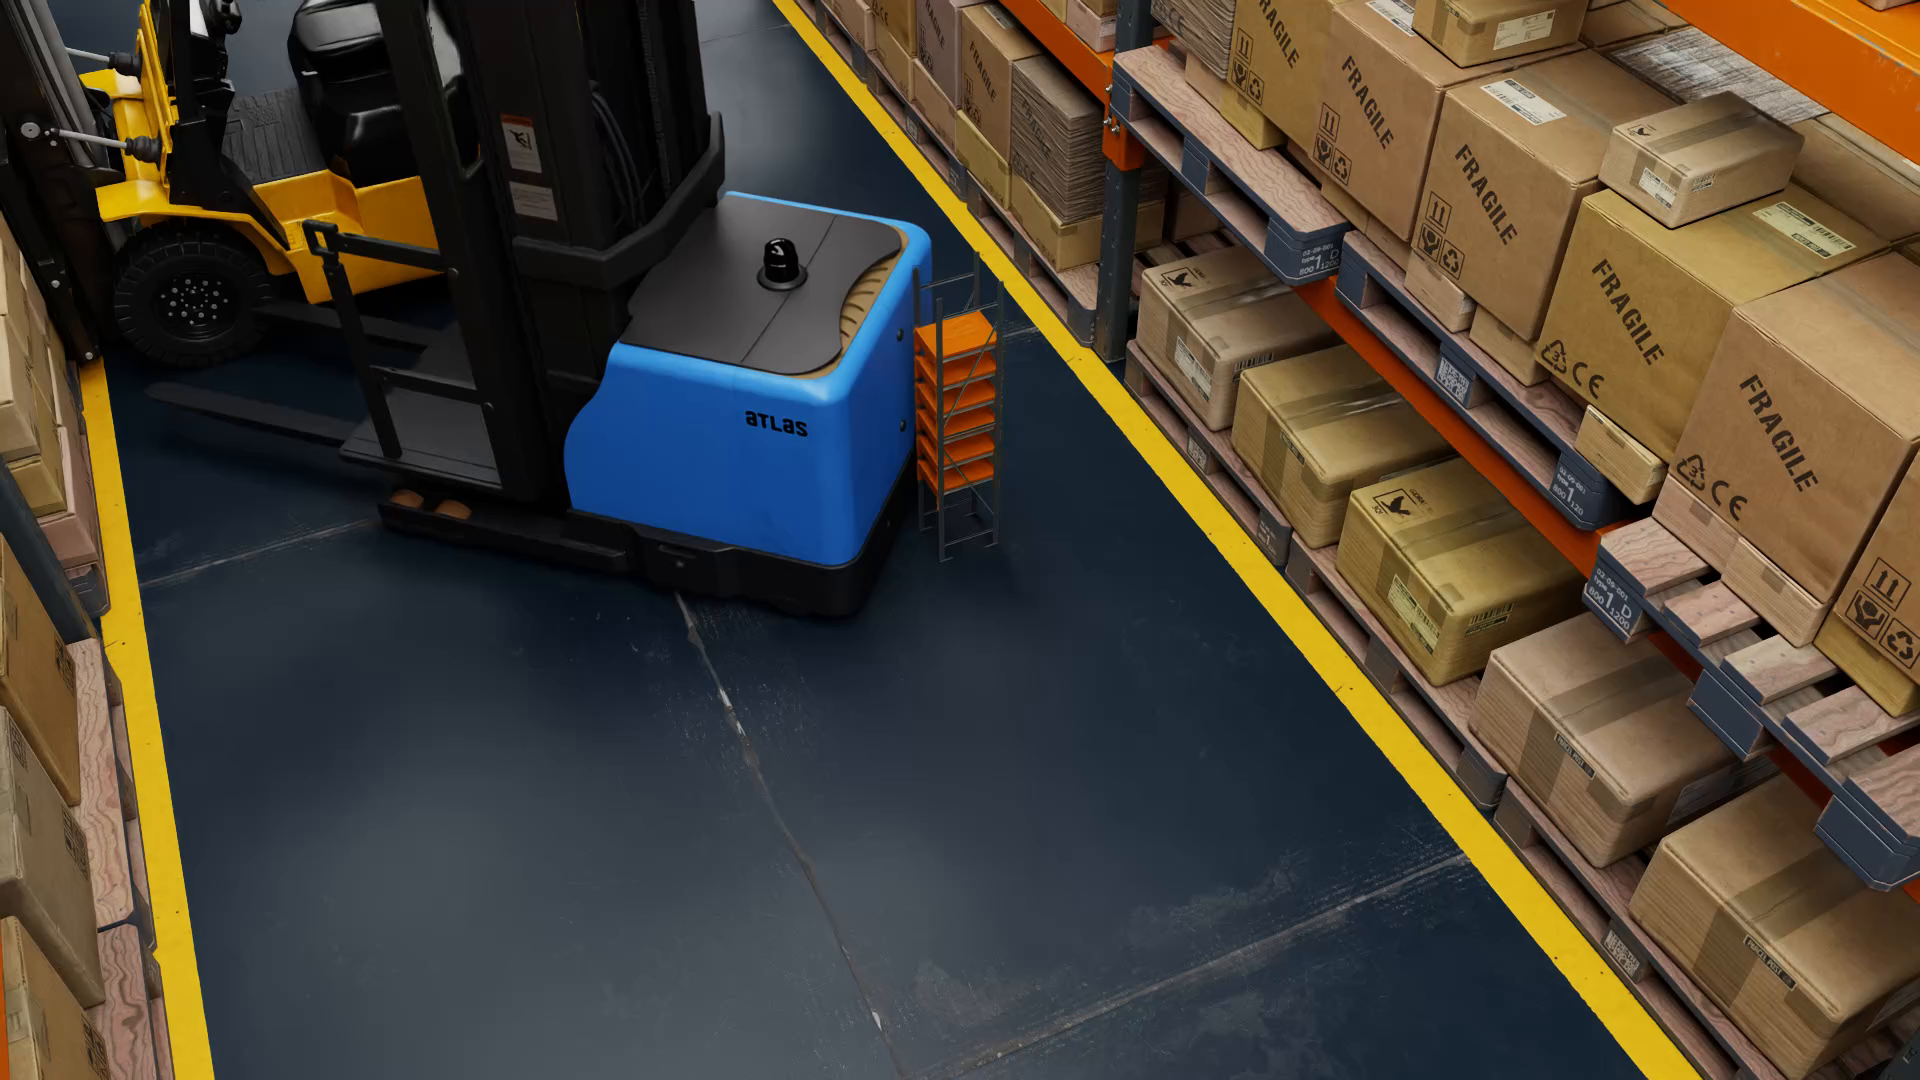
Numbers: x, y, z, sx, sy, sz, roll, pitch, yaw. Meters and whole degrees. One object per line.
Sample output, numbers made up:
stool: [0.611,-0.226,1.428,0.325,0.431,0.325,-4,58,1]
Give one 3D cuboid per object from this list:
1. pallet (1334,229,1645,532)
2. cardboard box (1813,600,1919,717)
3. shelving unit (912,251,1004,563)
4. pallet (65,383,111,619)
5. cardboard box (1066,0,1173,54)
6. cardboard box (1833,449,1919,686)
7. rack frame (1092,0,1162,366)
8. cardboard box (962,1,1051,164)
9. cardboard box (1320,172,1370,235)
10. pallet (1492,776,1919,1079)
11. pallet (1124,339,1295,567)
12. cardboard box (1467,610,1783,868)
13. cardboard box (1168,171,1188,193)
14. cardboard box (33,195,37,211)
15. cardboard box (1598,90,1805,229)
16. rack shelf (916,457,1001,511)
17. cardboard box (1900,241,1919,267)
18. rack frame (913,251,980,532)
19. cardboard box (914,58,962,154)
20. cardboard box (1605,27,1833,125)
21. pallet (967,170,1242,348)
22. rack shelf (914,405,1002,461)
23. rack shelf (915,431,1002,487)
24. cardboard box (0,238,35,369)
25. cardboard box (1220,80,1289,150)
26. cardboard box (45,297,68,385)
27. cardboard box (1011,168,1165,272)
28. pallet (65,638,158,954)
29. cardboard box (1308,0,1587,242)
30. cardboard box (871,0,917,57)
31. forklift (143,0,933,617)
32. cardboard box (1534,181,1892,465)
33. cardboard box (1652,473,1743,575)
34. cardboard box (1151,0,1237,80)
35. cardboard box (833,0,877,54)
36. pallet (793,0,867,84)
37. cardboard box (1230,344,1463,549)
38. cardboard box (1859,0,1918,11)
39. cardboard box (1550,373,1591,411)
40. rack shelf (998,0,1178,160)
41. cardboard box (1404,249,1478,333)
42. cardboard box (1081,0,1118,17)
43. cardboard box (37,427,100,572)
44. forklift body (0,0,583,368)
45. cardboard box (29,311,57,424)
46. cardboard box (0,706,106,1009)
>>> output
pallet: [1.856,-0.619,4.878,1.003,0.211,1.213,-18,47,-17]
cardboard box: [2.196,0.213,3.778,0.380,0.149,0.250,-17,47,-17]
shelving unit: [-0.006,-0.436,5.838,0.258,1.200,0.189,-18,47,-17]
pallet: [-3.755,-0.045,6.146,1.003,0.211,1.213,-18,47,-17]
cardboard box: [0.632,-2.012,6.333,0.380,0.149,0.250,-18,48,-18]
cardboard box: [2.282,0.063,3.468,0.500,0.500,0.500,-19,48,-19]
rack frame: [1.043,-1.987,6.128,1.000,3.000,0.127,-18,47,-17]
cardboard box: [0.336,-2.046,7.313,0.500,0.500,0.500,-17,47,-17]
cardboard box: [1.345,-1.106,5.115,0.380,0.149,0.250,-17,47,-17]
pallet: [2.398,1.056,5.029,1.003,0.211,1.213,-18,47,-17]
pallet: [1.372,-0.499,6.605,1.003,0.211,1.213,-18,47,-17]
cardboard box: [2.179,0.517,5.162,0.950,0.372,0.625,-19,48,-18]
cardboard box: [1.040,-1.880,7.145,0.500,0.500,0.500,-16,47,-16]
cardboard box: [-4.215,-1.553,6.991,0.500,0.250,0.500,-19,48,-18]
cardboard box: [1.781,-0.919,4.002,0.380,0.149,0.250,-20,48,-19]
rack shelf: [-0.006,-0.234,6.038,0.258,0.103,0.180,-18,47,-17]
cardboard box: [2.521,-0.414,3.952,0.500,0.500,0.500,-16,47,-15]
rack frame: [-0.045,-0.495,5.897,0.240,1.200,0.006,-18,47,-17]
cardboard box: [0.108,-2.117,7.919,0.500,0.250,0.500,-17,47,-17]
cardboard box: [2.088,-1.072,4.618,0.500,0.500,0.500,-20,48,-19]
pallet: [0.729,-1.412,7.531,1.003,0.211,1.213,-18,47,-17]
rack shelf: [-0.006,-0.405,5.869,0.258,0.103,0.180,-18,47,-17]
rack shelf: [-0.006,-0.319,5.953,0.258,0.103,0.180,-18,47,-17]
cardboard box: [-3.583,-0.775,5.847,0.500,0.250,0.500,-18,47,-17]
cardboard box: [1.086,-1.440,5.454,0.380,0.149,0.250,-17,47,-17]
cardboard box: [-3.819,-0.737,6.520,0.500,0.250,0.500,-17,47,-17]
cardboard box: [0.551,-1.455,7.248,0.500,0.250,0.500,-16,47,-16]
pallet: [-3.113,0.932,5.155,1.003,0.211,1.213,-18,47,-17]
cardboard box: [1.387,-1.256,4.806,0.500,0.500,0.500,-18,47,-18]
cardboard box: [-0.112,-2.709,7.985,0.500,0.500,0.500,-17,47,-17]
forklift: [-1.661,-1.371,5.553,3.031,2.935,1.130,12,46,12]
cardboard box: [1.841,-0.584,4.124,0.500,0.500,0.500,-21,48,-20]
cardboard box: [1.950,-0.097,4.093,0.380,0.149,0.250,-20,48,-19]
cardboard box: [0.980,-1.895,5.453,0.500,0.500,0.500,-17,47,-16]
cardboard box: [-0.342,-2.784,8.594,0.500,0.250,0.500,-16,47,-16]
pallet: [-0.297,-2.967,9.107,1.003,0.211,1.213,-18,47,-17]
cardboard box: [1.572,-0.411,6.102,0.950,0.372,0.625,-15,47,-15]
cardboard box: [2.058,-1.506,3.432,0.797,0.503,0.637,-18,47,-17]
cardboard box: [1.831,-0.466,4.466,0.380,0.149,0.250,-18,47,-17]
rack shelf: [0.202,-3.006,7.673,1.077,0.370,4.000,-18,47,-17]
cardboard box: [1.512,-0.763,4.767,0.380,0.149,0.250,-16,47,-16]
cardboard box: [0.631,-2.338,6.201,0.500,0.500,0.500,-19,48,-18]
cardboard box: [-3.362,-0.096,5.870,0.500,0.250,0.500,-18,47,-17]
forklift body: [-2.688,-2.096,6.843,2.313,2.155,1.214,-18,47,-17]
cardboard box: [-3.596,-0.587,6.012,0.500,0.250,0.500,-18,47,-18]
cardboard box: [-2.910,1.003,4.490,0.875,0.625,0.625,-18,48,-18]
